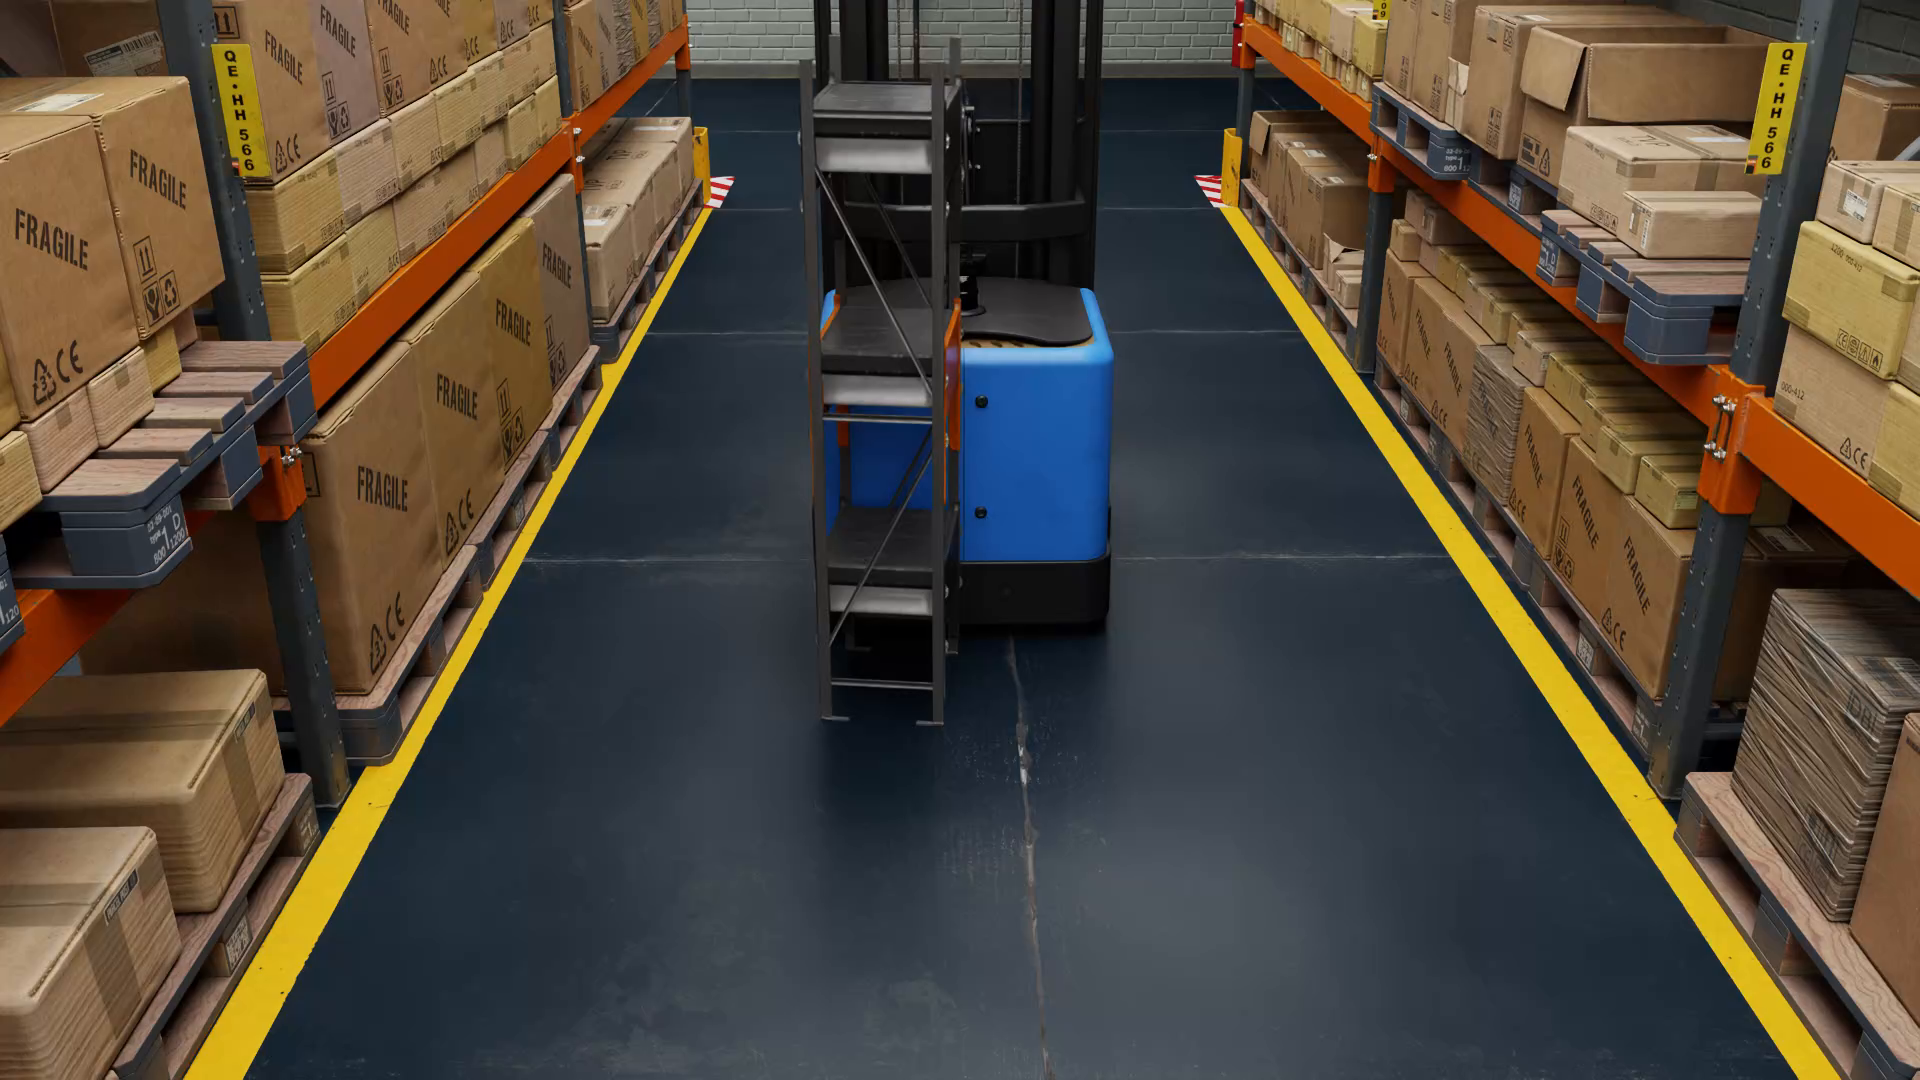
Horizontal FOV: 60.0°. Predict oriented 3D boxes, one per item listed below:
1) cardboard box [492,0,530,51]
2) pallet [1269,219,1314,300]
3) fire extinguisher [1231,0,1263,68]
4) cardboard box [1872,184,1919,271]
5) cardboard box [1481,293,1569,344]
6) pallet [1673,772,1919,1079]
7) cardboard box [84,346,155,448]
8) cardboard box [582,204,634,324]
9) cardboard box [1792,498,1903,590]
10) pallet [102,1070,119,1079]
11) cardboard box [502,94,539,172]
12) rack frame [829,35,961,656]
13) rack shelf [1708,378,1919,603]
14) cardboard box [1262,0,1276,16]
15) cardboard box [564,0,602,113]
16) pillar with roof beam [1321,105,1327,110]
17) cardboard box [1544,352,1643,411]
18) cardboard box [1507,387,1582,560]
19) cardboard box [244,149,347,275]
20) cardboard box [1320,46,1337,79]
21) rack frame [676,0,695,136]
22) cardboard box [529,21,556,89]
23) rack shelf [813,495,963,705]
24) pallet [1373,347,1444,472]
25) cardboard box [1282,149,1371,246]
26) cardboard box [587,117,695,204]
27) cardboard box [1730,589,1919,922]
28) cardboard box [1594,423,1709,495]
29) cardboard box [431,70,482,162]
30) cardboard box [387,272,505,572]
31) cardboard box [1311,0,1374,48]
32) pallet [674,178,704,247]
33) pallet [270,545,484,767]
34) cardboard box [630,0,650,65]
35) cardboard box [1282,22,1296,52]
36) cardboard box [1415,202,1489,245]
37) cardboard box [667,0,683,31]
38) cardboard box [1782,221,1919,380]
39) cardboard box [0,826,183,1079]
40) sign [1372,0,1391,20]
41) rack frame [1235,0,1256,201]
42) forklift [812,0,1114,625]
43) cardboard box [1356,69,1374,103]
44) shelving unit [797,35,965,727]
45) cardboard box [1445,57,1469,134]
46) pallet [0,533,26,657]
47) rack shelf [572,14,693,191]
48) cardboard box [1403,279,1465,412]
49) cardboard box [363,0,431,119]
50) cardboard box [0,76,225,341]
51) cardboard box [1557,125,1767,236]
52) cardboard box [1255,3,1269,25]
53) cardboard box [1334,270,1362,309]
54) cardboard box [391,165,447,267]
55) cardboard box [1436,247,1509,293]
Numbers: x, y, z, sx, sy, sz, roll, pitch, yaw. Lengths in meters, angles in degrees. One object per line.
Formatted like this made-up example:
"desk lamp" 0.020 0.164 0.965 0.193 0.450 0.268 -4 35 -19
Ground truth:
"cardboard box" -2.128 -2.334 6.935 0.500 0.500 0.500 0 24 0
"pallet" 2.543 -1.769 10.405 1.003 0.211 1.213 0 24 -1
"fire extinguisher" 2.059 -3.754 11.957 0.296 0.674 0.183 0 24 -1
"cardboard box" 2.323 -0.703 3.755 0.380 0.149 0.250 0 24 1
"cardboard box" 2.381 -0.914 6.867 0.380 0.149 0.250 1 24 1
"pallet" 2.580 1.006 4.270 1.003 0.211 1.213 0 24 -1
"cardboard box" -1.992 -0.309 3.589 0.380 0.149 0.250 0 24 -1
"cardboard box" -2.297 -1.512 9.052 0.875 0.438 0.875 -1 24 -1
"cardboard box" 2.885 0.168 5.261 0.500 0.500 0.500 1 24 1
"pallet" -2.336 1.514 3.147 1.003 0.211 1.213 0 24 -1
"cardboard box" -2.136 -1.767 7.198 0.500 0.250 0.500 -1 24 -1
"rack frame" -0.202 -0.560 5.437 0.400 2.100 0.015 2 24 5
"rack shelf" 2.632 0.548 2.772 1.077 0.370 4.000 0 24 -1
"cardboard box" 2.264 -3.572 10.829 0.500 0.250 0.500 0 24 0
"cardboard box" -2.140 -2.469 8.447 0.500 0.500 0.500 1 24 1
"pillar with roof beam" -0.910 -7.730 12.921 9.100 9.000 0.400 0 24 -1
"cardboard box" 2.398 -0.587 6.145 0.380 0.149 0.250 -1 24 -1
"cardboard box" 2.387 -0.252 6.190 0.500 0.500 0.500 1 24 2
"cardboard box" -2.112 -0.950 4.785 0.500 0.250 0.500 0 24 -1
"cardboard box" 2.252 -2.696 9.375 0.380 0.149 0.250 -1 24 -1
"rack frame" -2.441 -3.877 11.682 1.000 3.000 0.127 0 24 -1
"cardboard box" -2.149 -2.207 7.566 0.500 0.250 0.500 0 24 -1
"rack shelf" -0.228 0.190 5.510 0.431 0.518 0.480 2 24 5
"pallet" 2.613 -0.647 7.924 1.003 0.211 1.213 0 24 -1
"cardboard box" 2.311 -2.130 10.343 0.500 0.500 0.500 0 24 0
"cardboard box" -2.334 -2.629 11.523 0.875 0.438 0.875 -1 24 -2
"cardboard box" 2.603 0.544 4.280 0.875 0.625 0.625 1 24 1
"cardboard box" 2.317 -0.267 5.437 0.380 0.149 0.250 -1 24 -3
"cardboard box" -2.102 -1.577 6.172 0.500 0.250 0.500 0 24 0
"cardboard box" -2.284 -0.456 6.187 0.875 0.875 0.875 0 24 0
"cardboard box" 2.304 -2.940 9.432 0.500 0.250 0.500 0 24 -1
"pallet" -2.354 -2.277 11.529 1.003 0.211 1.213 0 24 -1
"pallet" -2.287 0.365 5.687 1.003 0.211 1.213 0 24 -1
"cardboard box" -2.146 -3.093 9.828 0.500 0.500 0.500 0 24 1
"cardboard box" 2.216 -3.118 10.310 0.380 0.149 0.250 -1 24 -2
"cardboard box" 2.355 -1.480 7.758 0.380 0.149 0.250 -1 24 -3
"cardboard box" -2.171 -3.725 11.224 0.500 0.500 0.500 0 24 0
"cardboard box" 2.345 -0.580 3.967 0.500 0.250 0.500 0 24 -1
"cardboard box" -2.341 0.963 3.661 0.950 0.372 0.625 -1 24 -2
"sign" 2.024 -2.641 7.899 0.100 0.325 0.005 0 24 -1
"rack frame" 2.523 -3.901 11.735 1.000 3.000 0.127 0 24 -1
"forklift" -0.010 -1.595 6.720 1.130 2.935 3.031 0 24 -1
"cardboard box" 2.286 -2.375 8.667 0.380 0.149 0.250 0 24 1
"shelving unit" -0.225 -0.460 5.215 0.431 2.100 0.503 2 24 5
"cardboard box" 2.198 -1.808 6.762 0.396 0.266 0.258 1 24 2
"pallet" -2.291 0.323 2.629 1.003 0.211 1.213 0 24 -1
"rack shelf" -2.419 -2.725 10.008 1.077 0.370 4.000 0 24 -1
"cardboard box" 2.362 -0.885 7.591 0.500 0.500 0.500 -1 24 -1
"cardboard box" -2.120 -1.703 5.542 0.500 0.500 0.500 0 24 1
"cardboard box" -2.071 -0.767 3.813 0.500 0.500 0.500 -1 24 -2
"cardboard box" 2.275 -1.160 5.348 0.500 0.250 0.500 -1 24 -3
"cardboard box" 2.252 -3.650 11.484 0.380 0.149 0.250 0 24 -1
"cardboard box" 2.266 -1.373 9.096 0.380 0.149 0.250 -1 24 -2
"cardboard box" -2.130 -1.142 5.818 0.500 0.250 0.500 1 24 1
"cardboard box" 2.399 -1.232 7.570 0.380 0.149 0.250 -1 24 -3
